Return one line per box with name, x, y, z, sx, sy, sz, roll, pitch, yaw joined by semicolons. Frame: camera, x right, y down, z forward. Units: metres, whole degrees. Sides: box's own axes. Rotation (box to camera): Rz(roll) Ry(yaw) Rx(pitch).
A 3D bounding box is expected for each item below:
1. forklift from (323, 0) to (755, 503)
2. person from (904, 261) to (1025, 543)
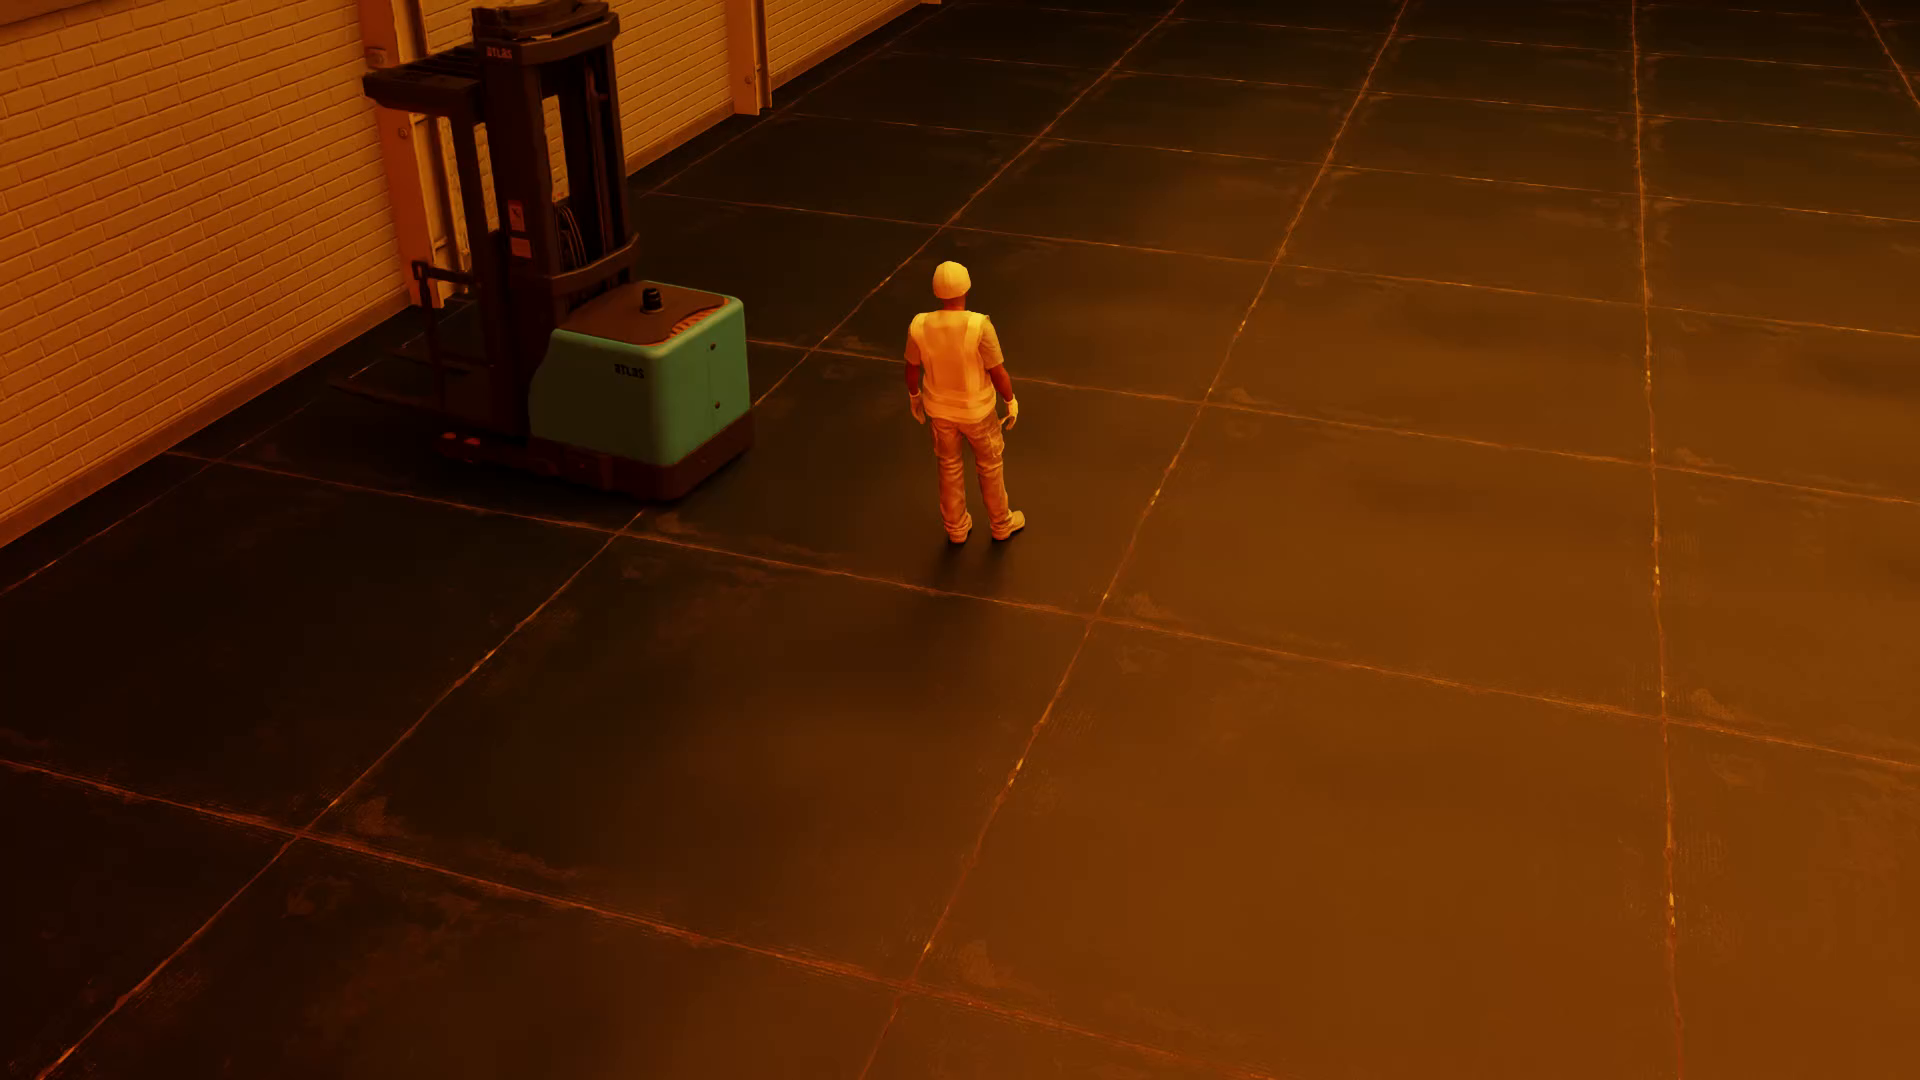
forklift;-2.927;-1.998;10.641;3.031;2.935;1.130;13;32;22
person;0.031;-0.813;9.707;0.656;1.781;0.577;10;31;16
